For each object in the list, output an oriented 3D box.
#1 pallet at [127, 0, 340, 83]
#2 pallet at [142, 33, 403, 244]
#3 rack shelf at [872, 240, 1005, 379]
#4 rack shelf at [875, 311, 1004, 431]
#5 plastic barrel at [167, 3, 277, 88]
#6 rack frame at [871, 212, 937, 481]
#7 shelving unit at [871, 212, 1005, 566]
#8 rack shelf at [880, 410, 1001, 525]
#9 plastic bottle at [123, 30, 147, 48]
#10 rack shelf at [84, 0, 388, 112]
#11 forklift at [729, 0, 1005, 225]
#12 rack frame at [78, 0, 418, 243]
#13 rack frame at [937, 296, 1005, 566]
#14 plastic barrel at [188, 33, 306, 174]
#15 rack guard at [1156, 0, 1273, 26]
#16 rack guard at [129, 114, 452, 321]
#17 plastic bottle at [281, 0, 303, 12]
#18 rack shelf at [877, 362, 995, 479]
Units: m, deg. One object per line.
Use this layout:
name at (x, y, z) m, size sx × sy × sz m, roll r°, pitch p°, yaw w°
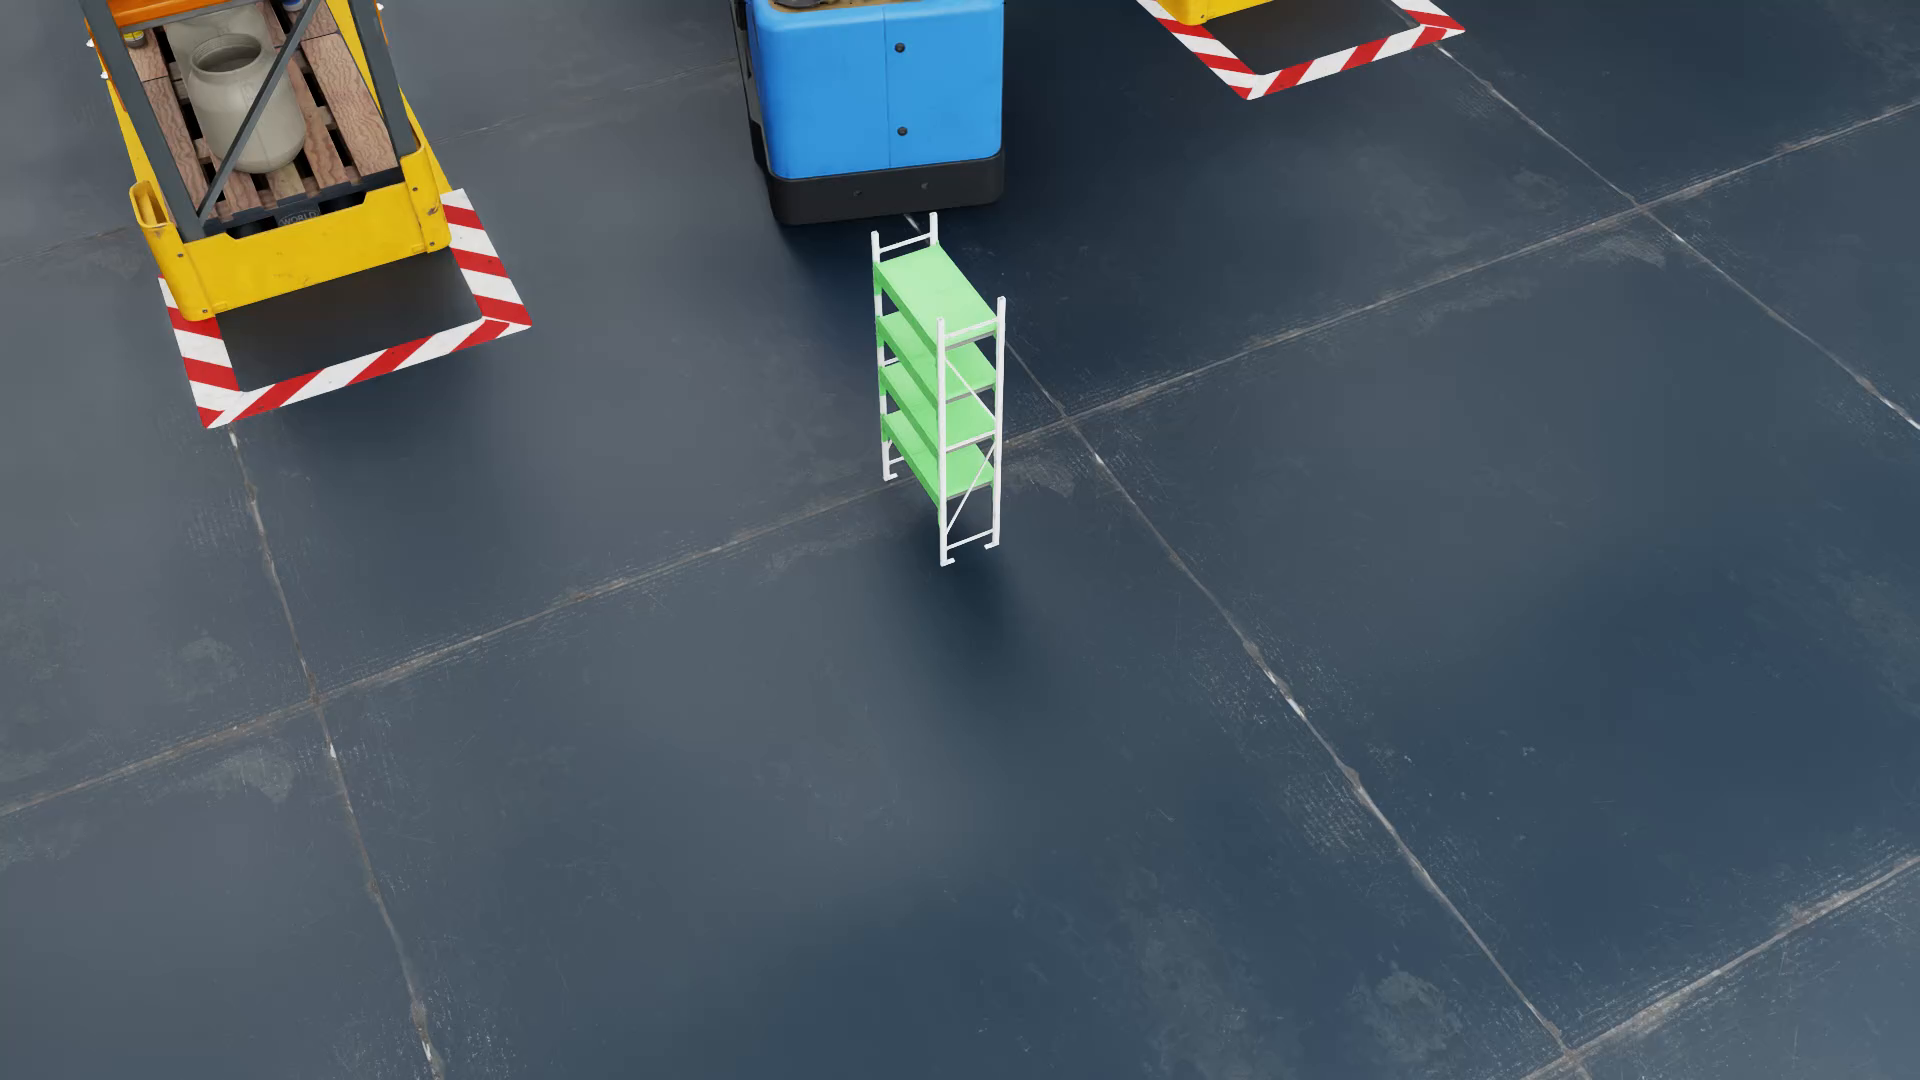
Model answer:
pallet at (-3.765, -2.658, 8.435) m, size 1.003 × 0.211 × 1.213 m, roll -21°, pitch 52°, yaw -18°
pallet at (-3.211, -1.843, 7.721) m, size 1.003 × 0.211 × 1.213 m, roll -21°, pitch 52°, yaw -18°
rack shelf at (-0.076, -0.780, 5.582) m, size 0.258 × 0.148 × 0.480 m, roll -21°, pitch 52°, yaw -18°
rack shelf at (-0.076, -0.622, 5.763) m, size 0.258 × 0.148 × 0.480 m, roll -21°, pitch 52°, yaw -18°
plastic barrel at (-3.366, -2.249, 7.598) m, size 0.421 × 0.512 × 0.421 m, roll 0°, pitch 49°, yaw 0°
rack frame at (-0.187, -0.669, 6.038) m, size 0.240 × 1.200 × 0.015 m, roll -21°, pitch 52°, yaw -18°
shelving unit at (-0.076, -0.506, 5.895) m, size 0.258 × 1.200 × 0.503 m, roll -21°, pitch 52°, yaw -18°
rack shelf at (-0.076, -0.306, 6.124) m, size 0.258 × 0.148 × 0.480 m, roll -21°, pitch 52°, yaw -18°
plastic bottle at (-3.998, -2.482, 7.995) m, size 0.097 × 0.201 × 0.097 m, roll 0°, pitch 49°, yaw 0°
rack shelf at (-3.683, -3.282, 7.606) m, size 1.077 × 0.370 × 4.000 m, roll -21°, pitch 52°, yaw -18°
forklift at (-0.572, -3.492, 7.357) m, size 1.130 × 2.935 × 3.031 m, roll -8°, pitch 49°, yaw -7°
rack frame at (-2.768, -2.181, 6.164) m, size 1.000 × 3.000 × 0.127 m, roll -21°, pitch 52°, yaw -18°
rack frame at (0.036, -0.342, 5.752) m, size 0.240 × 1.200 × 0.015 m, roll -21°, pitch 52°, yaw -18°
plastic barrel at (-3.137, -1.914, 7.305) m, size 0.421 × 0.512 × 0.421 m, roll 0°, pitch 49°, yaw 0°
rack guard at (1.602, -3.114, 8.642) m, size 1.175 × 0.500 × 0.348 m, roll -21°, pitch 52°, yaw -18°
rack guard at (-2.844, -1.392, 7.136) m, size 1.175 × 0.500 × 0.348 m, roll -21°, pitch 52°, yaw -18°
plastic bottle at (-3.320, -2.748, 8.181) m, size 0.097 × 0.271 × 0.097 m, roll 0°, pitch 49°, yaw 0°
rack shelf at (-0.076, -0.464, 5.943) m, size 0.258 × 0.148 × 0.480 m, roll -21°, pitch 52°, yaw -18°
